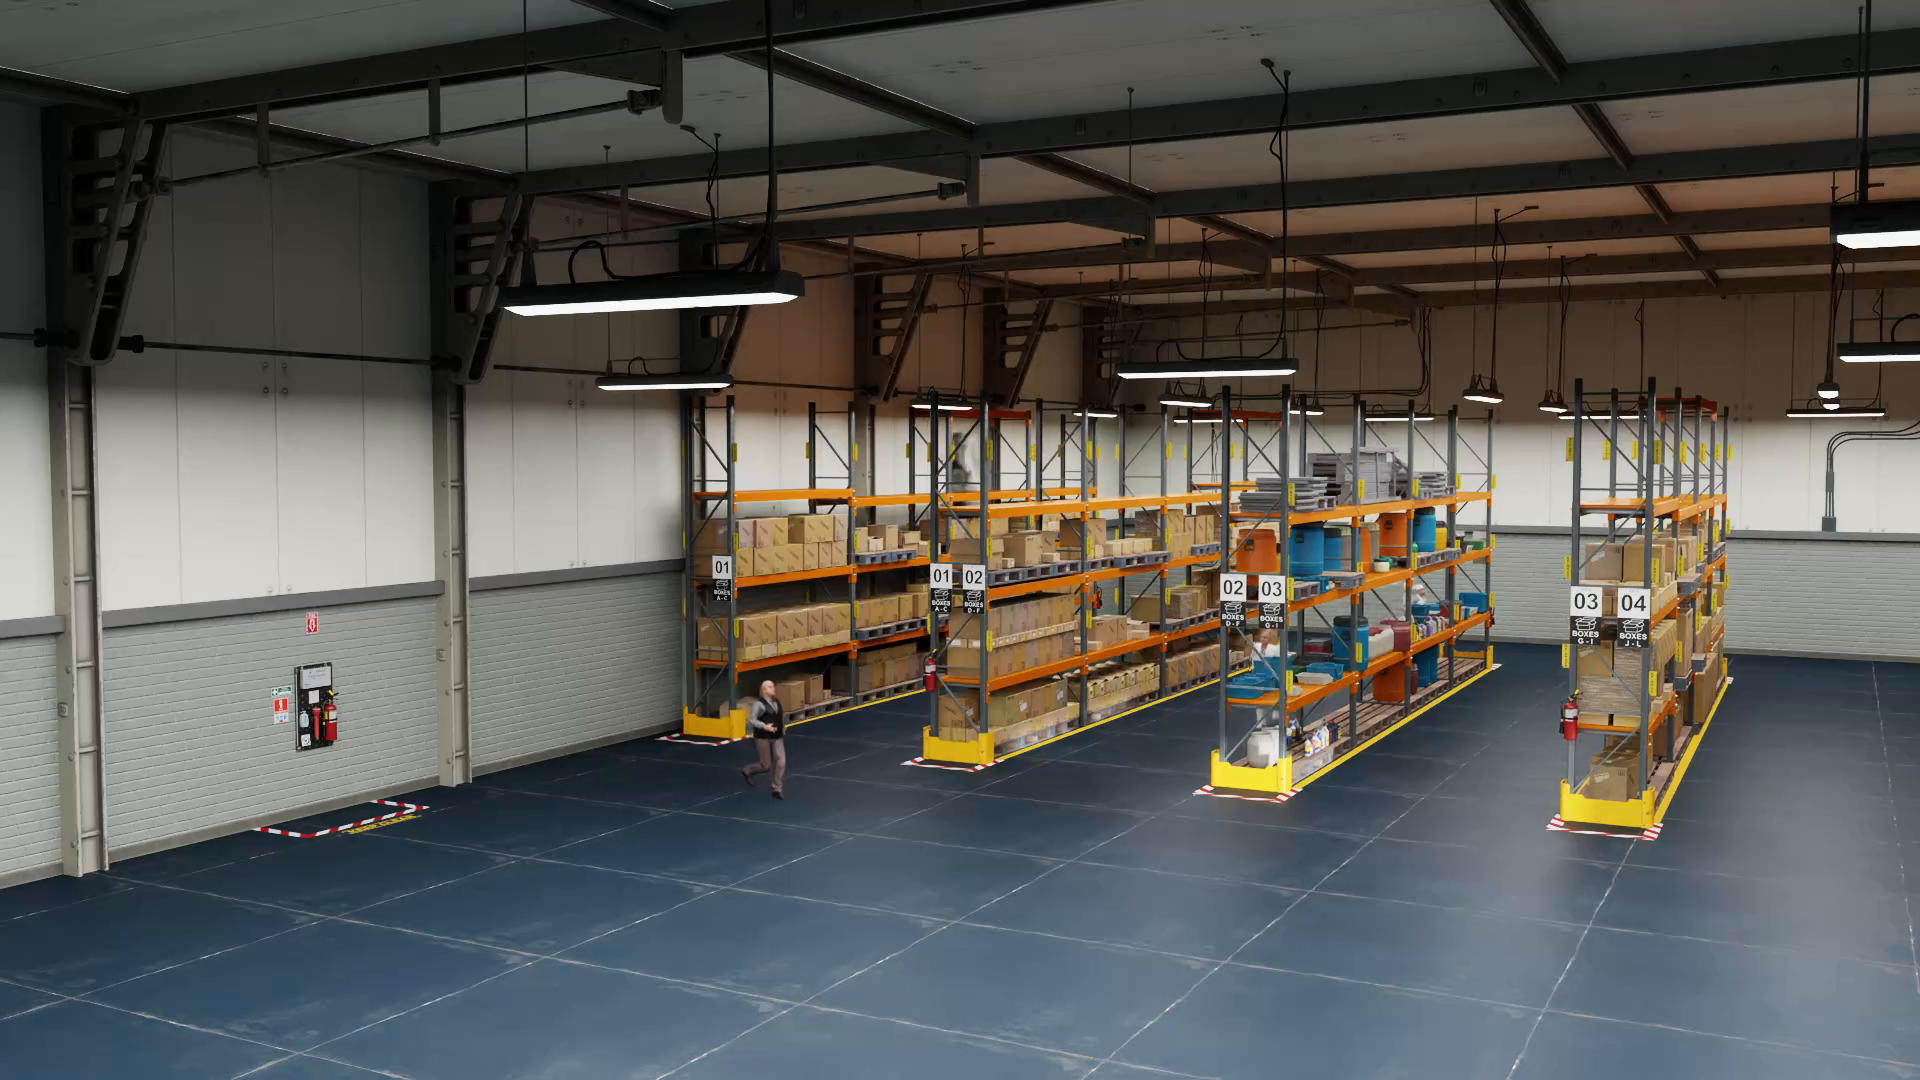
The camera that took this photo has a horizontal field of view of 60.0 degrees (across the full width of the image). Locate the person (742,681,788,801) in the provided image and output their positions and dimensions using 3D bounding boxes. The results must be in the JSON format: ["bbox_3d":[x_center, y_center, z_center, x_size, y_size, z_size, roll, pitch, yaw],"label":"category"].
[{"bbox_3d":[-2.812,2.900,24.151,0.853,1.736,0.668,3,4,42],"label":"person"}]

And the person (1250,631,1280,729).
[{"bbox_3d":[5.612,2.531,30.408,0.690,1.760,0.958,2,4,31],"label":"person"}]

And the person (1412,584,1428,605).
[{"bbox_3d":[11.434,1.964,41.092,0.582,1.742,0.656,2,4,38],"label":"person"}]
